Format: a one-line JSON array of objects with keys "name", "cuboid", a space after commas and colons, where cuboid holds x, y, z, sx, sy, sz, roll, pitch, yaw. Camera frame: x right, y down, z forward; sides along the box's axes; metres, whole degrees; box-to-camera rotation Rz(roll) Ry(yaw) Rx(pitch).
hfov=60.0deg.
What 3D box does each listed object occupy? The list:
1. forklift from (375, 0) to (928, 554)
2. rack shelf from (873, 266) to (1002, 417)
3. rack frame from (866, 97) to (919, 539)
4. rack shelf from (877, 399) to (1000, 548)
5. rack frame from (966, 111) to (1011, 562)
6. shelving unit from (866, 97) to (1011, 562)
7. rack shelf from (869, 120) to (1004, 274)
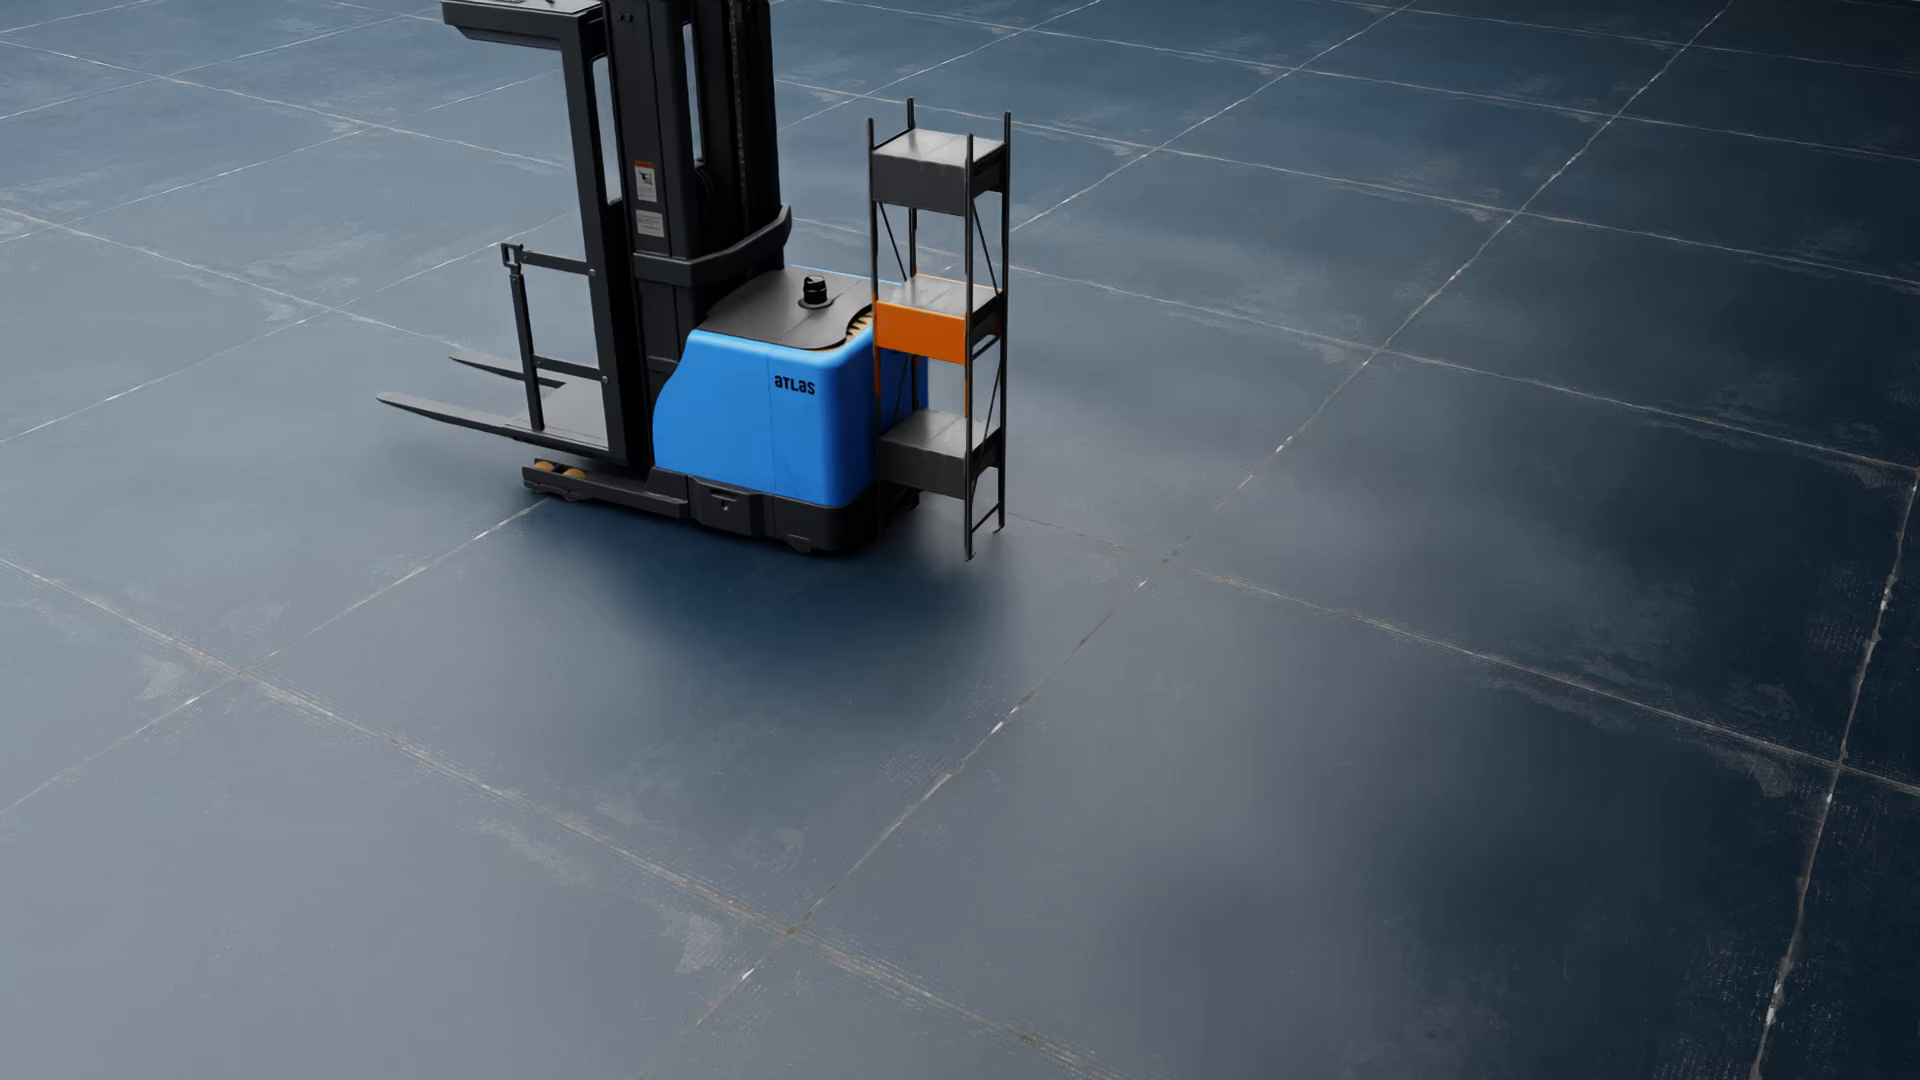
[{"name": "forklift", "cuboid": [-1.709, -1.691, 8.241, 3.031, 2.935, 1.130, 13, 33, 21]}, {"name": "rack shelf", "cuboid": [-0.091, -0.936, 7.798, 0.480, 0.518, 0.431, 15, 33, 23]}, {"name": "rack frame", "cuboid": [-0.308, -1.004, 7.887, 0.015, 2.100, 0.400, 15, 33, 23]}, {"name": "rack shelf", "cuboid": [-0.091, -0.331, 8.150, 0.480, 0.518, 0.431, 15, 33, 23]}, {"name": "rack frame", "cuboid": [0.126, -0.892, 7.694, 0.015, 2.100, 0.400, 15, 33, 23]}, {"name": "shelving unit", "cuboid": [-0.091, -0.948, 7.791, 0.503, 2.100, 0.431, 15, 33, 23]}, {"name": "rack shelf", "cuboid": [-0.091, -1.540, 7.445, 0.480, 0.518, 0.431, 15, 33, 23]}]
